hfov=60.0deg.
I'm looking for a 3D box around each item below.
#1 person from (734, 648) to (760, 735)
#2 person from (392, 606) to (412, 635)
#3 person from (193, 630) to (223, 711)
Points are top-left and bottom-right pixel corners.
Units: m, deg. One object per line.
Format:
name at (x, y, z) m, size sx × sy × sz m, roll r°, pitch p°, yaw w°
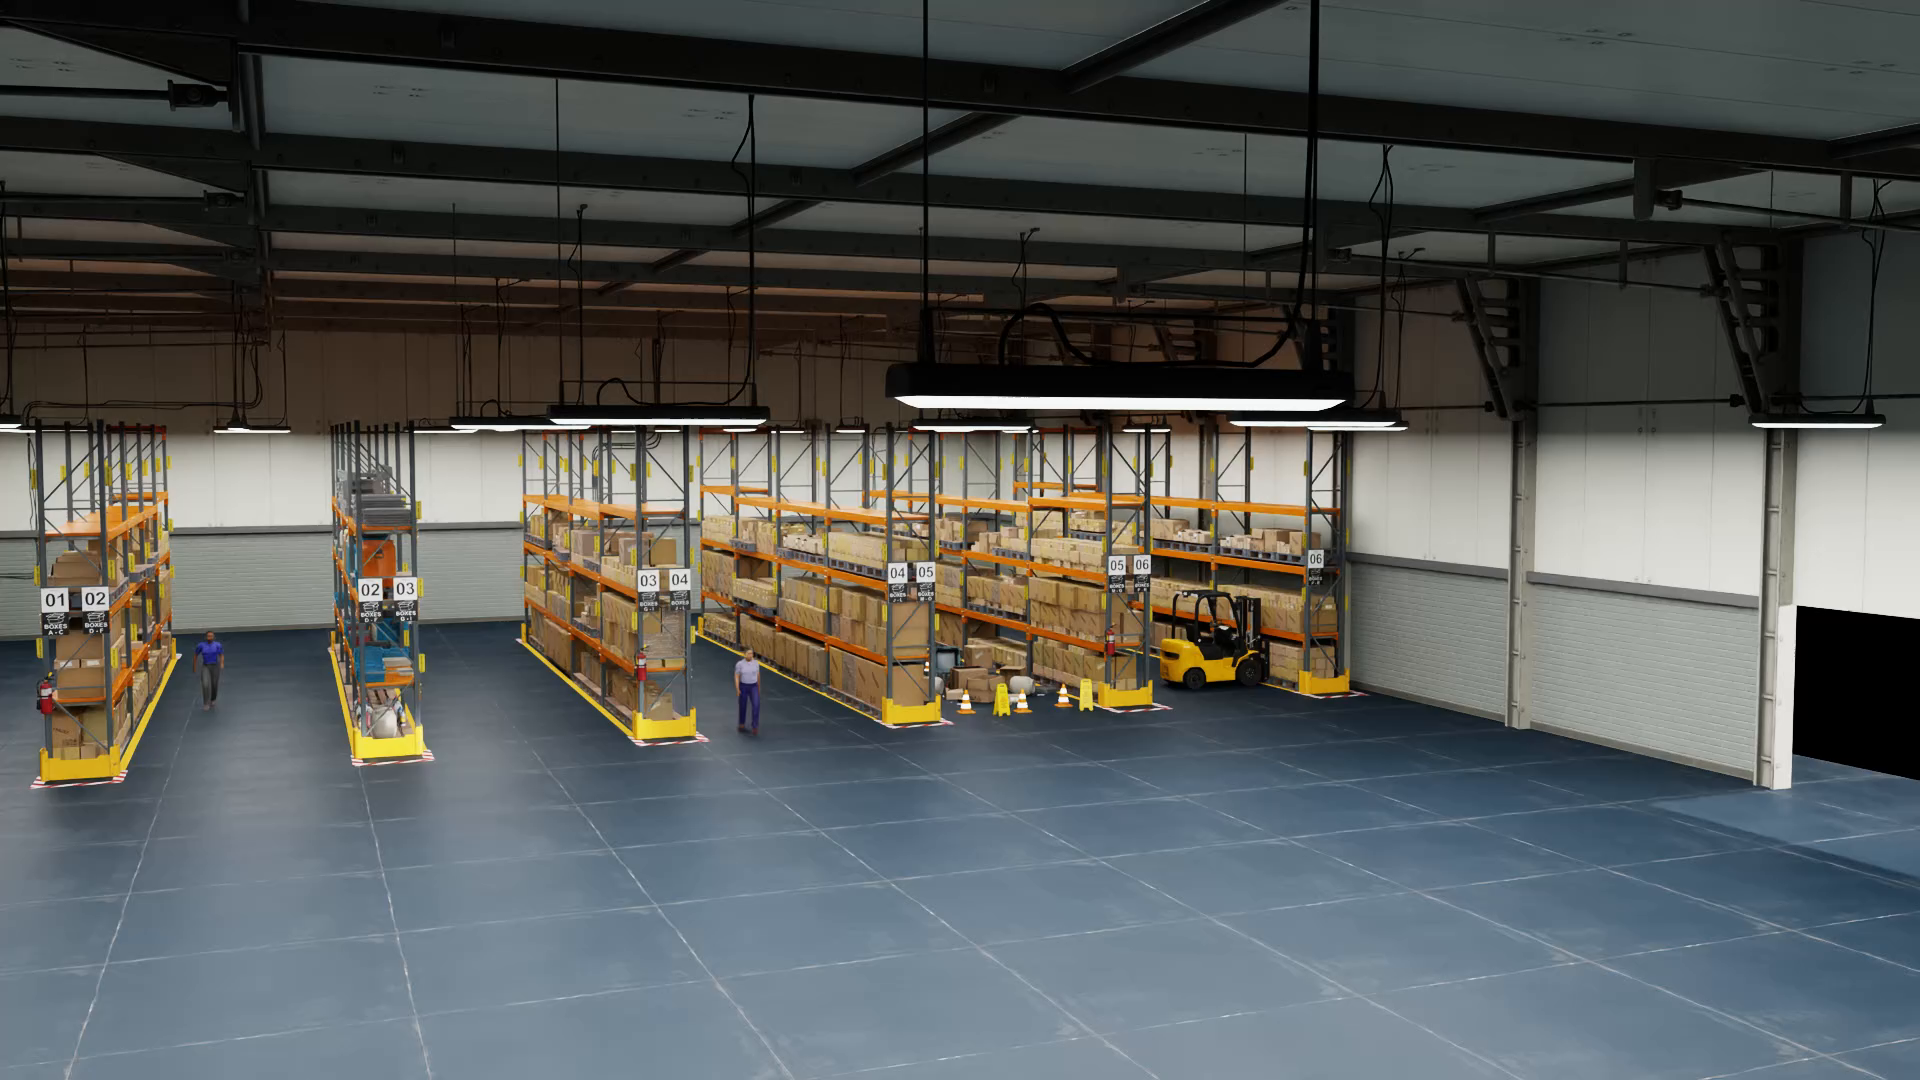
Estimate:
person at (-4.102, 2.905, 32.245) m, size 0.525 × 1.631 × 0.831 m, roll -1°, pitch 4°, yaw -18°
person at (-14.363, 2.187, 42.894) m, size 0.721 × 1.775 × 0.940 m, roll -3°, pitch 4°, yaw -36°
person at (-15.817, 2.746, 35.028) m, size 0.573 × 1.647 × 0.821 m, roll -2°, pitch 4°, yaw -33°
